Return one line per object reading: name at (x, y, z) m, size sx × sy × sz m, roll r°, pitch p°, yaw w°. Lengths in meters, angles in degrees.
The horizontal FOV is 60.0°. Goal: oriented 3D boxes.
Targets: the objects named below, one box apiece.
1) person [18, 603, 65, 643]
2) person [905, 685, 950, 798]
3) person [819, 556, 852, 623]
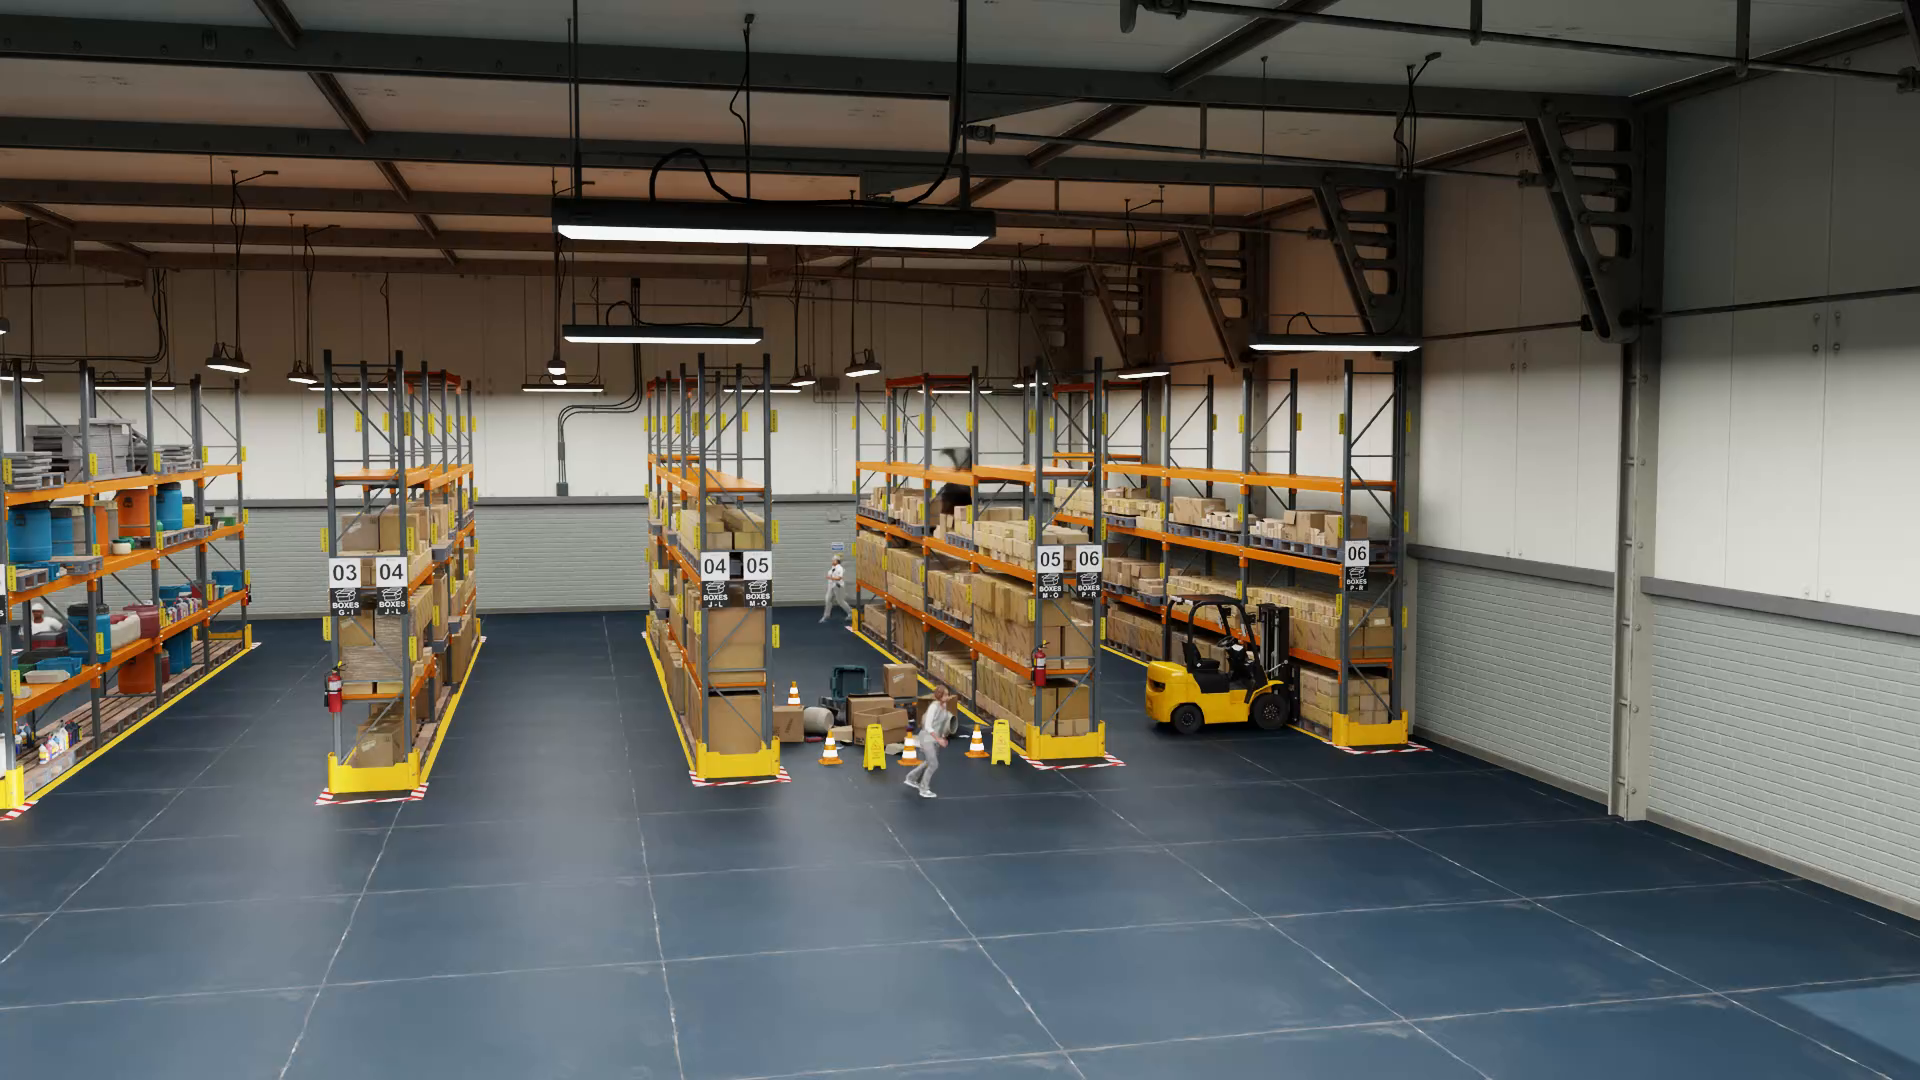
person at (-16.584, 2.041, 29.982) m, size 0.653 × 1.811 × 0.833 m, roll 0°, pitch 4°, yaw -6°
person at (-0.445, 2.690, 22.307) m, size 0.690 × 1.531 × 0.521 m, roll 1°, pitch 4°, yaw 19°
person at (-3.117, 1.234, 41.978) m, size 0.911 × 1.681 × 0.614 m, roll -2°, pitch 4°, yaw -28°
